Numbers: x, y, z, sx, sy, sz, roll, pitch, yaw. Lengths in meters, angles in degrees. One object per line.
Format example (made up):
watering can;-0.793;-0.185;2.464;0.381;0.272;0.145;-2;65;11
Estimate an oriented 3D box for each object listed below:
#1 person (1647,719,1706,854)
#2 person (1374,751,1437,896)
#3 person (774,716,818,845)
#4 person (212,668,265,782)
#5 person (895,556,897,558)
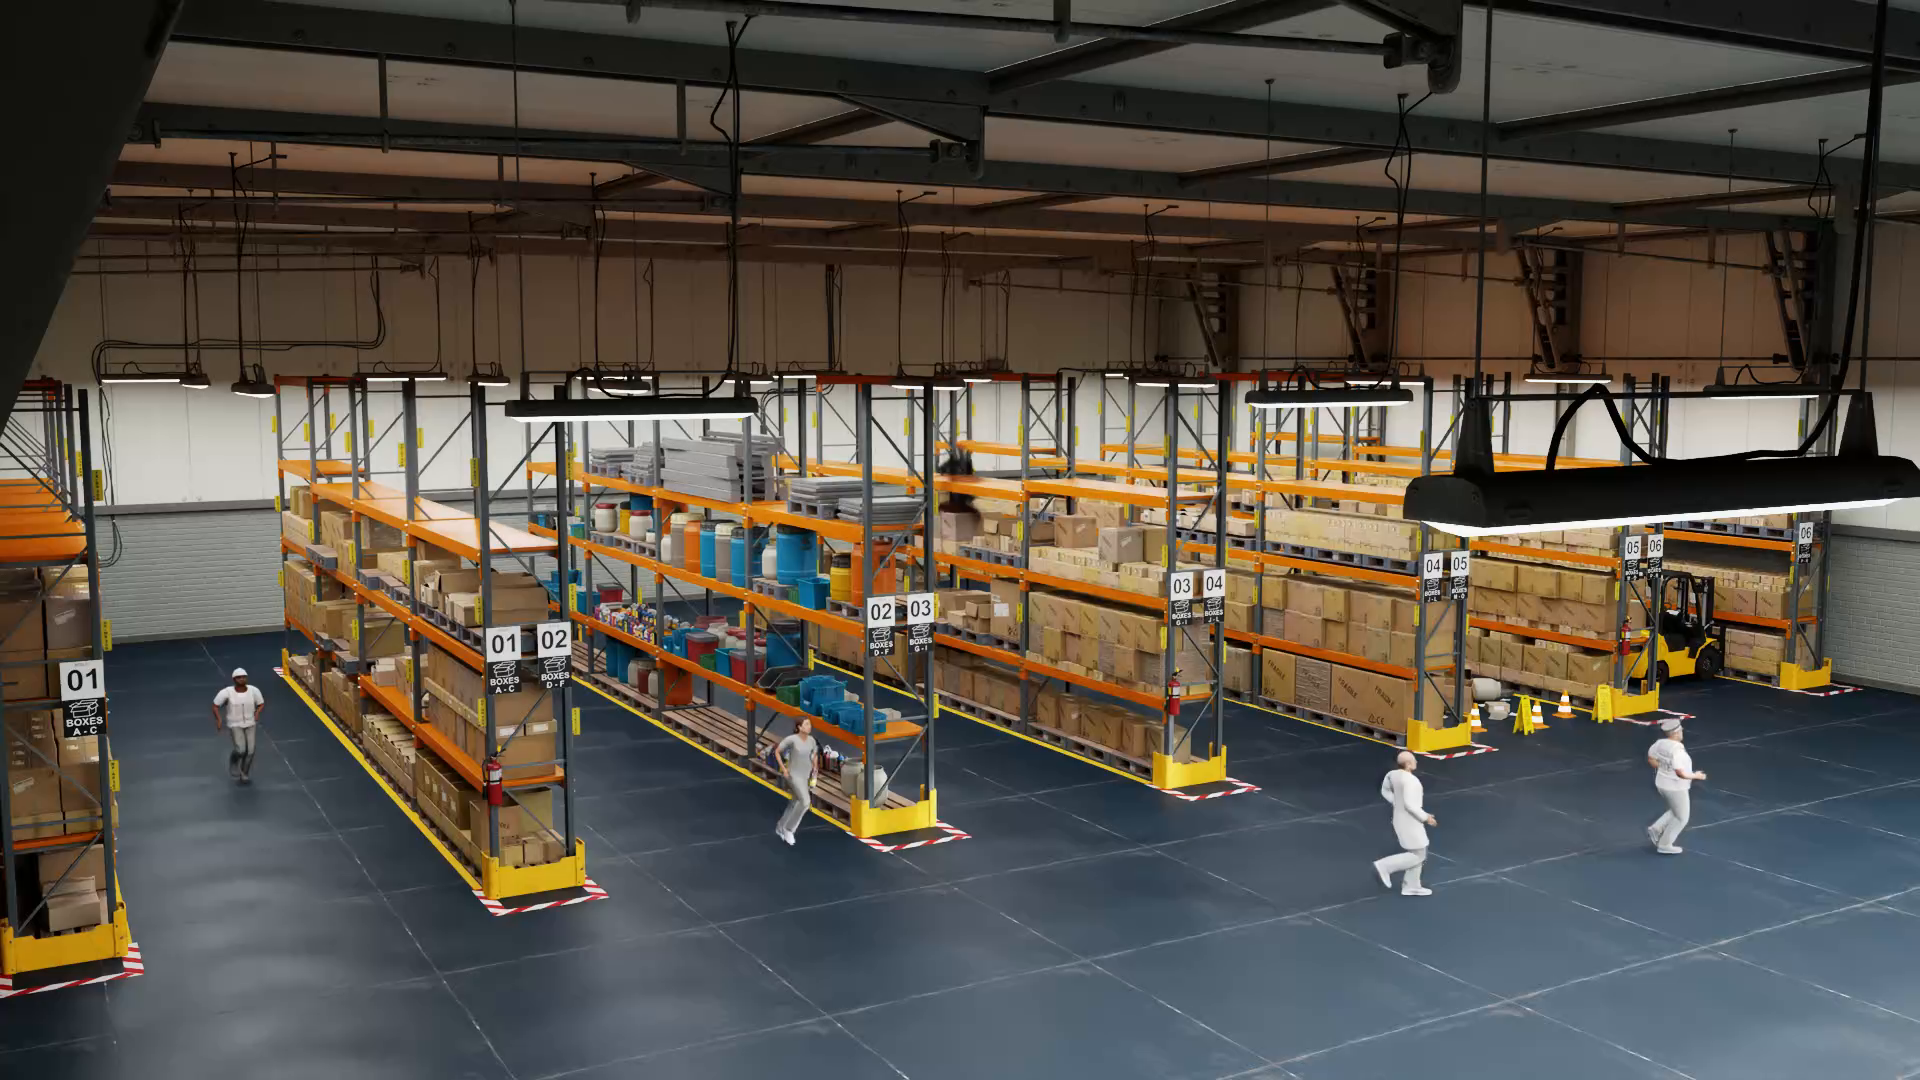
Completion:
person;9.161;3.141;21.252;0.606;1.731;0.653;0;6;-4
person;5.207;3.339;19.544;0.756;1.743;0.711;-1;6;-8
person;-2.118;3.131;21.858;0.636;1.657;0.574;5;8;39
person;-10.685;2.768;24.763;0.706;1.719;0.575;-5;8;-38
person;-1.708;1.116;40.230;0.664;1.638;0.810;0;6;2
